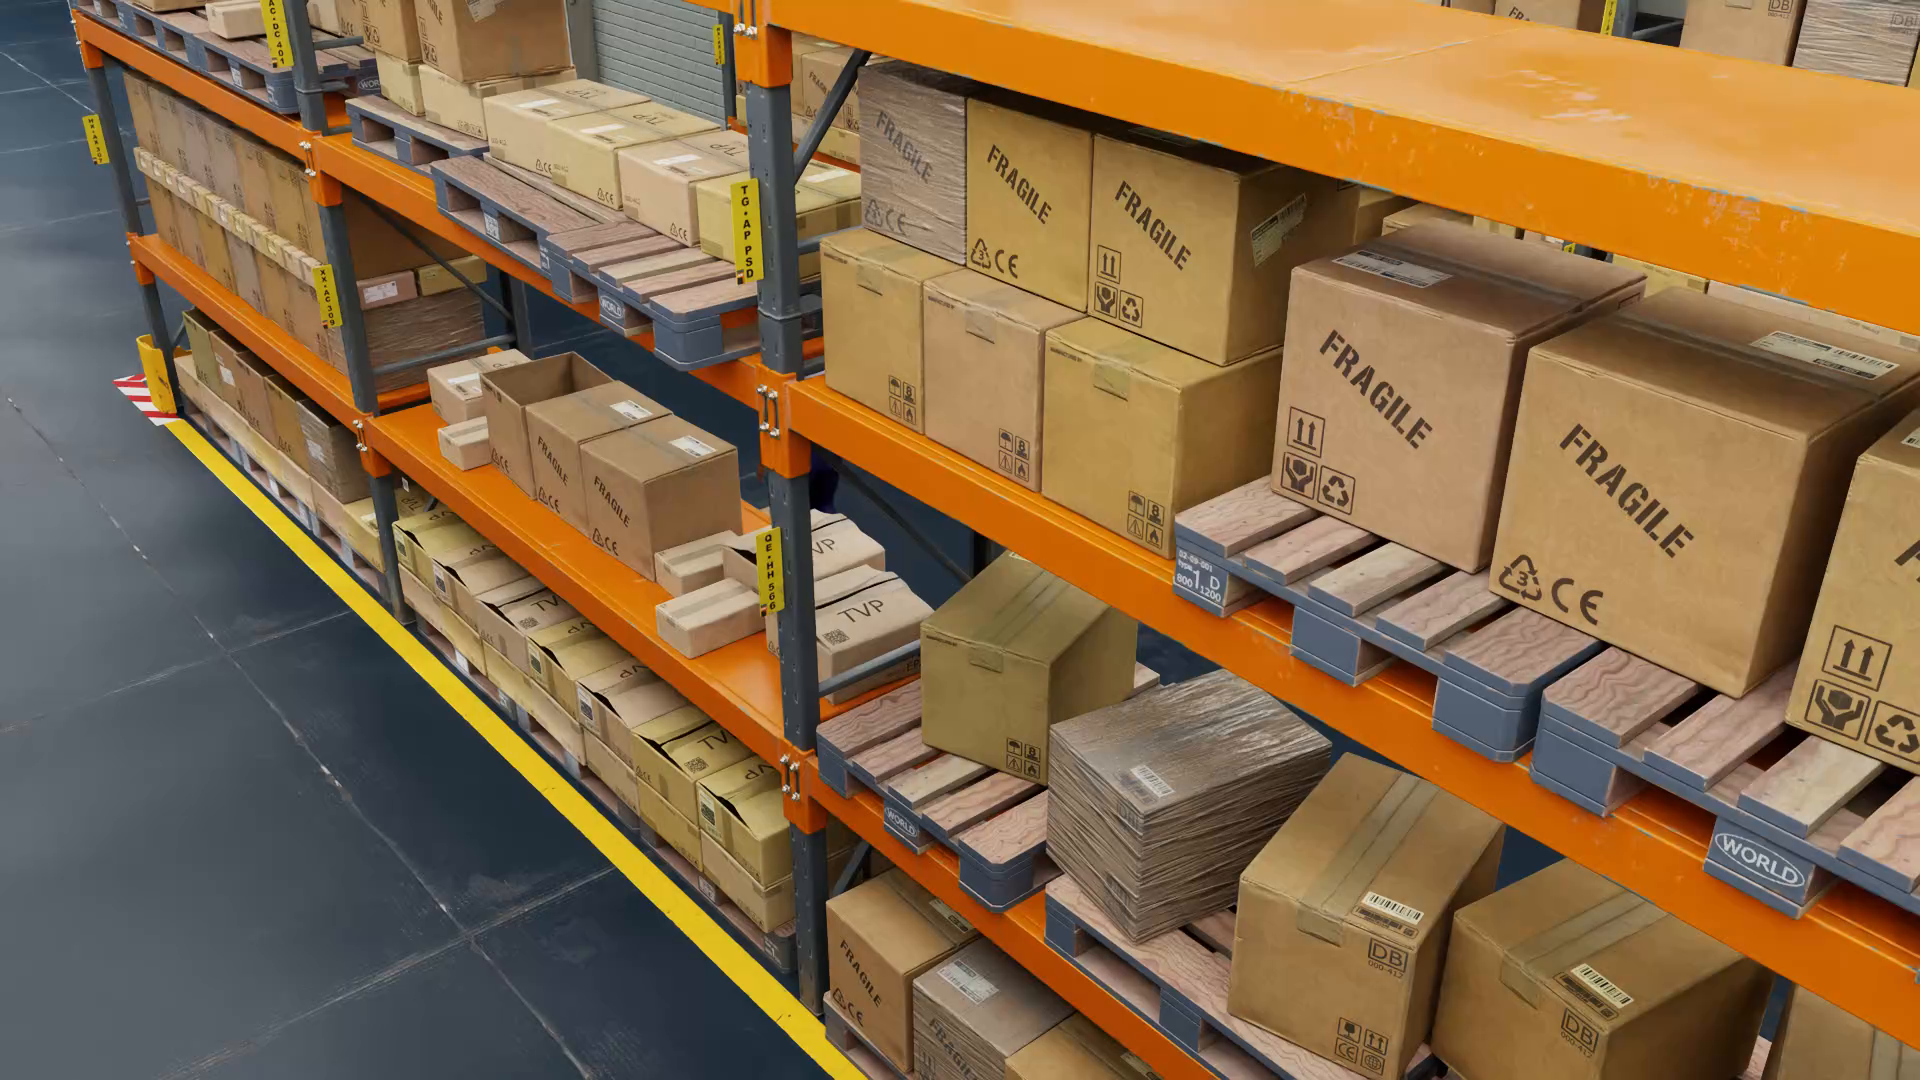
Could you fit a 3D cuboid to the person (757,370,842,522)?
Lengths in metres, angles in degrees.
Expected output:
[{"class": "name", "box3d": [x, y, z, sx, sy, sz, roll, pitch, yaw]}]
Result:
[{"class": "person", "box3d": [-0.908, -0.434, 9.527, 0.512, 1.703, 0.340, -21, 35, -34]}]
